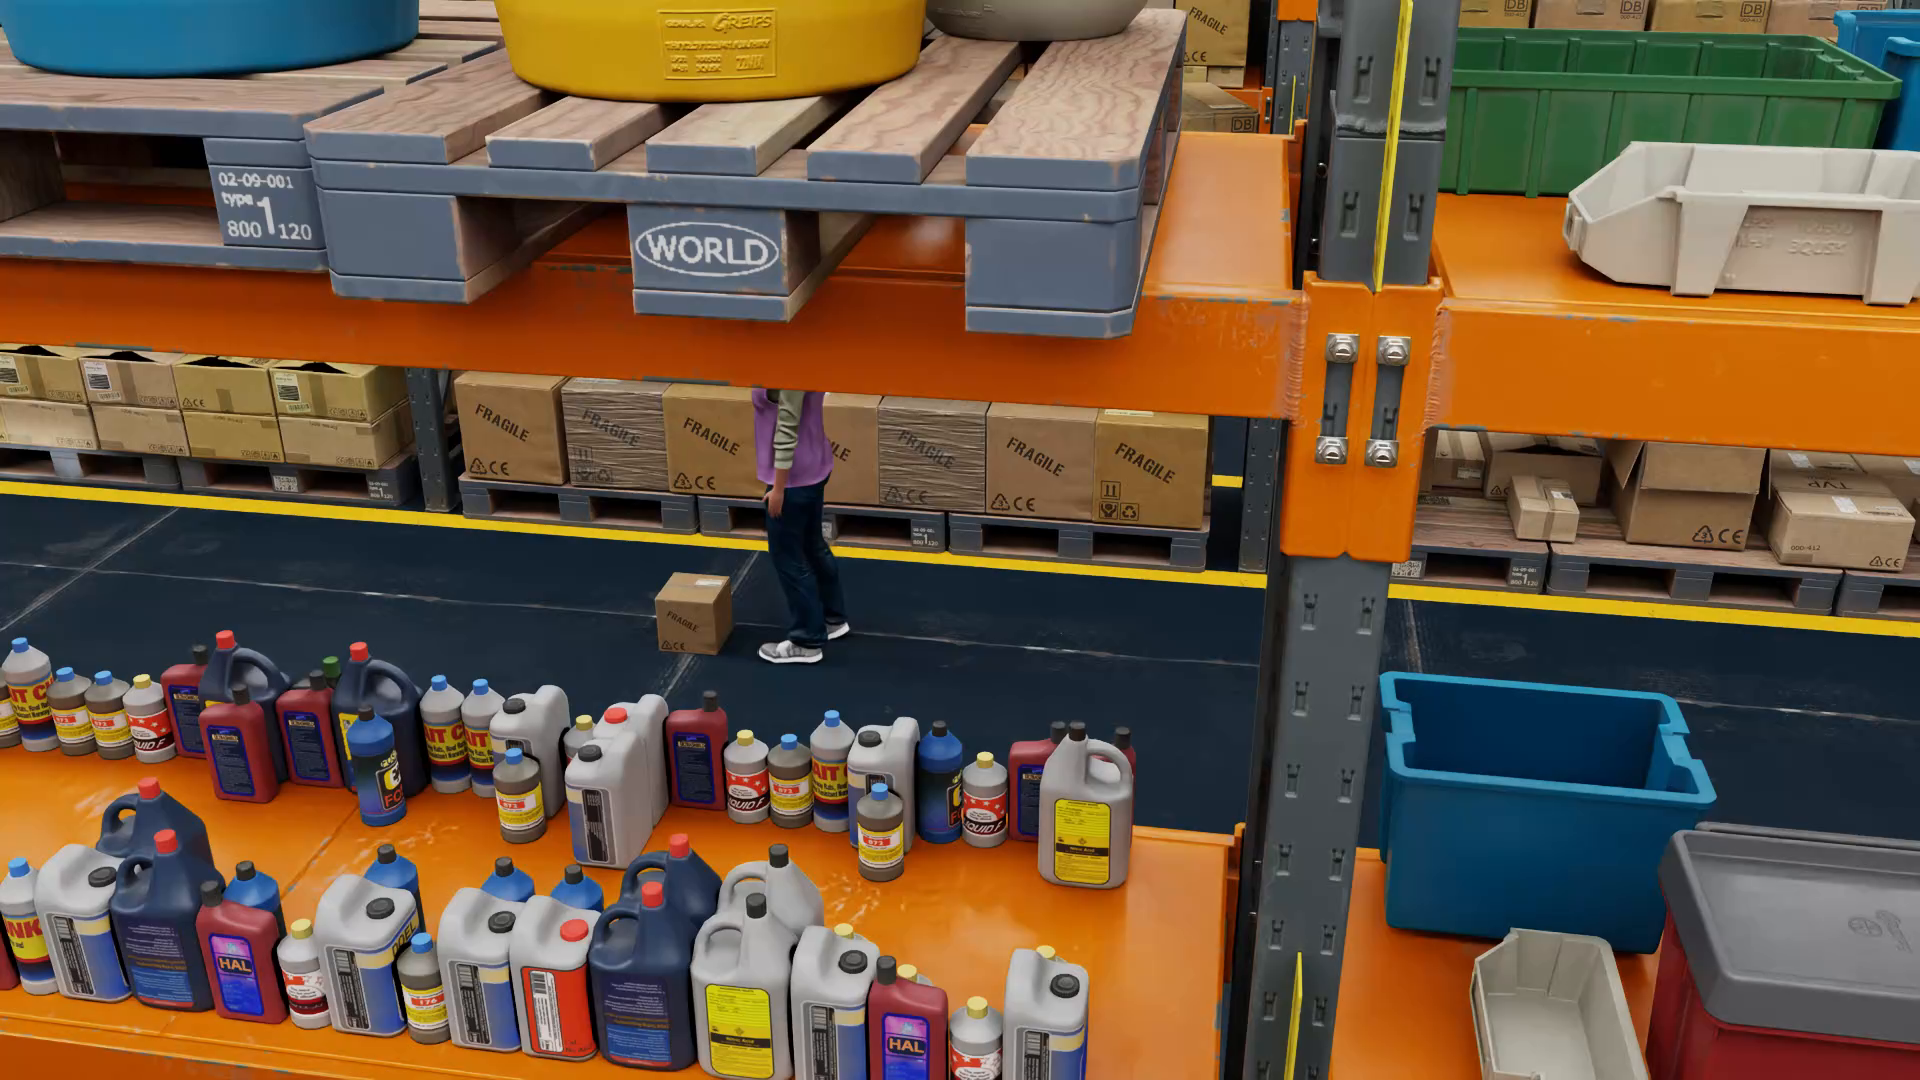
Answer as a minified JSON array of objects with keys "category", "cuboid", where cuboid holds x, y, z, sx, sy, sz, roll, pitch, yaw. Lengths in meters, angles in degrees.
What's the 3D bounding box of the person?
[{"category":"person","cuboid":[-0.661,-0.123,6.720,0.330,1.383,0.407,5,26,10]}]
